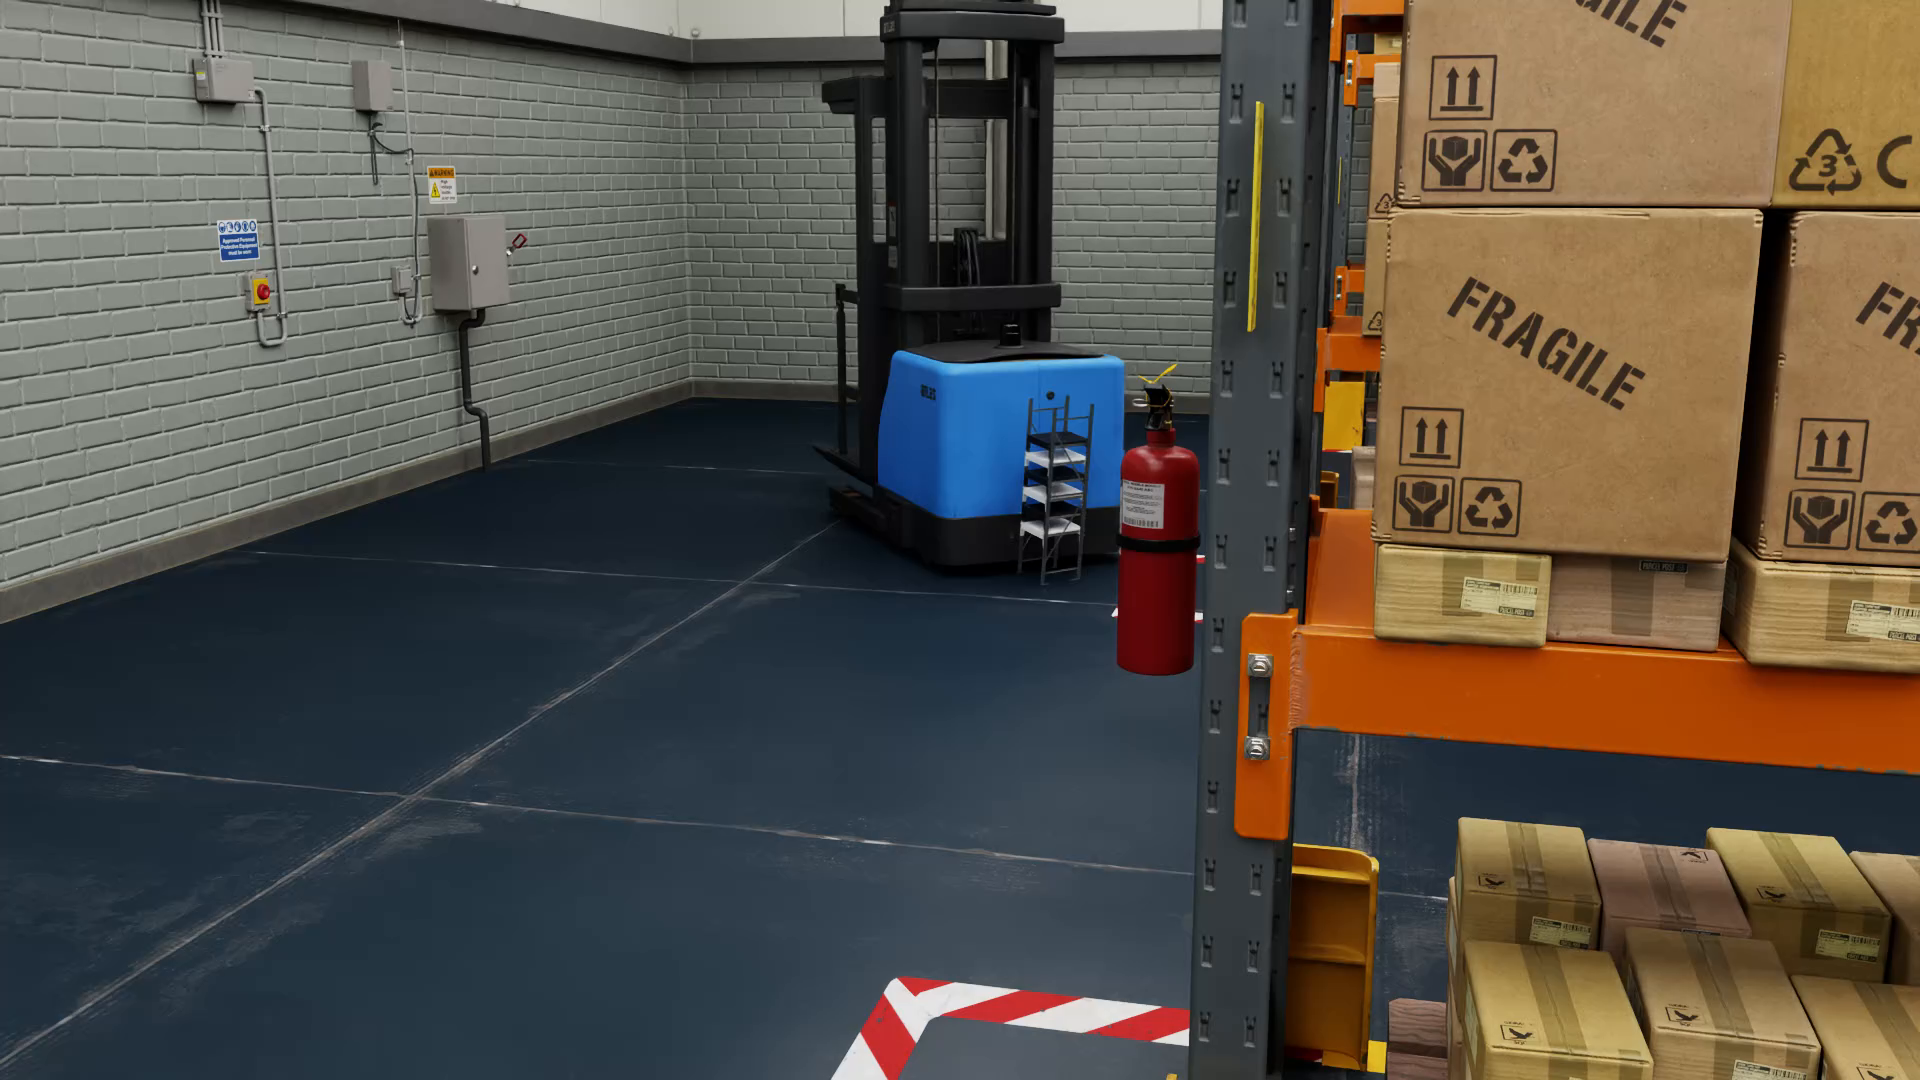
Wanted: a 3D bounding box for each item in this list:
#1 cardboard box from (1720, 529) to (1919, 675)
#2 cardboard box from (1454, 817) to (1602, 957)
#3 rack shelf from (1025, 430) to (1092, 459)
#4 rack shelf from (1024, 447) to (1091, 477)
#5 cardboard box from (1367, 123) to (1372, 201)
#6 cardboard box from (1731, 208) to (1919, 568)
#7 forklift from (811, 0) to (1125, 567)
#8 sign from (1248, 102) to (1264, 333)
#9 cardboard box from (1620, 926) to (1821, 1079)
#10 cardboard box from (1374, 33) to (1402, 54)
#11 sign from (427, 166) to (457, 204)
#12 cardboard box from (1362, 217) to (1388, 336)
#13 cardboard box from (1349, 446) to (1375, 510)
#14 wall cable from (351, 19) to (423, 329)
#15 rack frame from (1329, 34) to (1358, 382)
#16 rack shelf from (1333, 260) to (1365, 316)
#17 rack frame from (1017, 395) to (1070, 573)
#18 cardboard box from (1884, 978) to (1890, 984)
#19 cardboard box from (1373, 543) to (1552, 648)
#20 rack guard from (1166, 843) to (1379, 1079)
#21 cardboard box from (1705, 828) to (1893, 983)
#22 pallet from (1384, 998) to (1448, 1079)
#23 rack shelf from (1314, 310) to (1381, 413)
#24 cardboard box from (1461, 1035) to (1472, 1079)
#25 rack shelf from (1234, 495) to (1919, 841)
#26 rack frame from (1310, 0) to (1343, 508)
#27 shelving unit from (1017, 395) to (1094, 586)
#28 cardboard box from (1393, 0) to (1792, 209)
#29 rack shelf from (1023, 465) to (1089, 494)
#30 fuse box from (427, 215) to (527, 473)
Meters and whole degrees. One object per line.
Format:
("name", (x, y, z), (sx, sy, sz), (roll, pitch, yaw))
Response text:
("cardboard box", (1.304, 0.075, 2.548), (0.250, 0.149, 0.380), (3, 13, 12))
("cardboard box", (1.138, 0.708, 3.357), (0.250, 0.149, 0.380), (3, 13, 14))
("rack shelf", (0.483, -0.472, 8.155), (0.258, 0.077, 0.200), (-8, 21, -31))
("rack shelf", (0.478, -0.386, 8.182), (0.258, 0.077, 0.200), (-8, 21, -31))
("cardboard box", (2.176, -1.771, 7.751), (0.500, 0.500, 0.500), (4, 13, 15))
("cardboard box", (1.458, -0.253, 2.530), (0.500, 0.500, 0.500), (3, 13, 14))
("forklift", (-0.136, -1.572, 9.551), (1.130, 2.935, 3.031), (-5, 13, -20))
("sign", (0.433, -0.471, 2.433), (0.005, 0.325, 0.100), (3, 13, 14))
("cardboard box", (1.287, 0.821, 2.845), (0.250, 0.149, 0.380), (3, 13, 15))
("cardboard box", (3.090, -3.529, 11.870), (0.250, 0.149, 0.380), (3, 13, 15))
("sign", (-3.399, -2.333, 10.917), (0.001, 0.242, 0.339), (3, 13, 14))
("cardboard box", (2.048, -1.172, 7.362), (0.500, 0.500, 0.500), (3, 13, 13))
("cardboard box", (2.316, -0.150, 7.929), (0.875, 0.438, 0.875), (3, 13, 12))
("wall cable", (-3.501, -2.291, 10.290), (0.122, 1.984, 0.588), (3, 13, 14))
("rack frame", (2.836, -2.253, 12.462), (0.127, 3.000, 1.000), (3, 13, 14))
("rack shelf", (4.778, -1.798, 12.072), (4.000, 0.370, 1.077), (3, 13, 14))
("rack frame", (0.416, -0.275, 8.307), (0.240, 0.900, 0.006), (-8, 21, -31))
("cardboard box", (1.885, 0.909, 3.139), (0.250, 0.149, 0.380), (3, 13, 13))
("cardboard box", (0.799, 0.046, 2.682), (0.250, 0.149, 0.380), (3, 13, 13))
("rack guard", (0.637, 1.062, 3.294), (0.348, 0.500, 1.175), (3, 13, 14))
("cardboard box", (1.650, 0.720, 3.303), (0.250, 0.149, 0.380), (3, 13, 12))
("pallet", (1.417, 1.252, 3.102), (1.213, 0.211, 1.003), (3, 13, 14))
("rack shelf", (3.593, -0.754, 7.367), (4.000, 0.370, 1.077), (3, 13, 14))
("cardboard box", (1.010, 0.960, 2.907), (0.250, 0.149, 0.380), (4, 13, 16))
("rack shelf", (2.505, 0.292, 2.651), (4.000, 0.370, 1.077), (3, 13, 14))
("rack frame", (1.651, -1.209, 7.757), (0.127, 3.000, 1.000), (3, 13, 14))
("shelving unit", (0.470, -0.246, 8.226), (0.258, 0.900, 0.210), (-8, 21, -31))
("cardboard box", (0.935, -0.766, 2.533), (0.500, 0.500, 0.500), (3, 13, 13))
("rack shelf", (0.473, -0.300, 8.209), (0.258, 0.077, 0.200), (-8, 21, -31))
("fuse box", (-3.184, -1.302, 11.150), (0.414, 1.711, 0.539), (3, 13, 14))
